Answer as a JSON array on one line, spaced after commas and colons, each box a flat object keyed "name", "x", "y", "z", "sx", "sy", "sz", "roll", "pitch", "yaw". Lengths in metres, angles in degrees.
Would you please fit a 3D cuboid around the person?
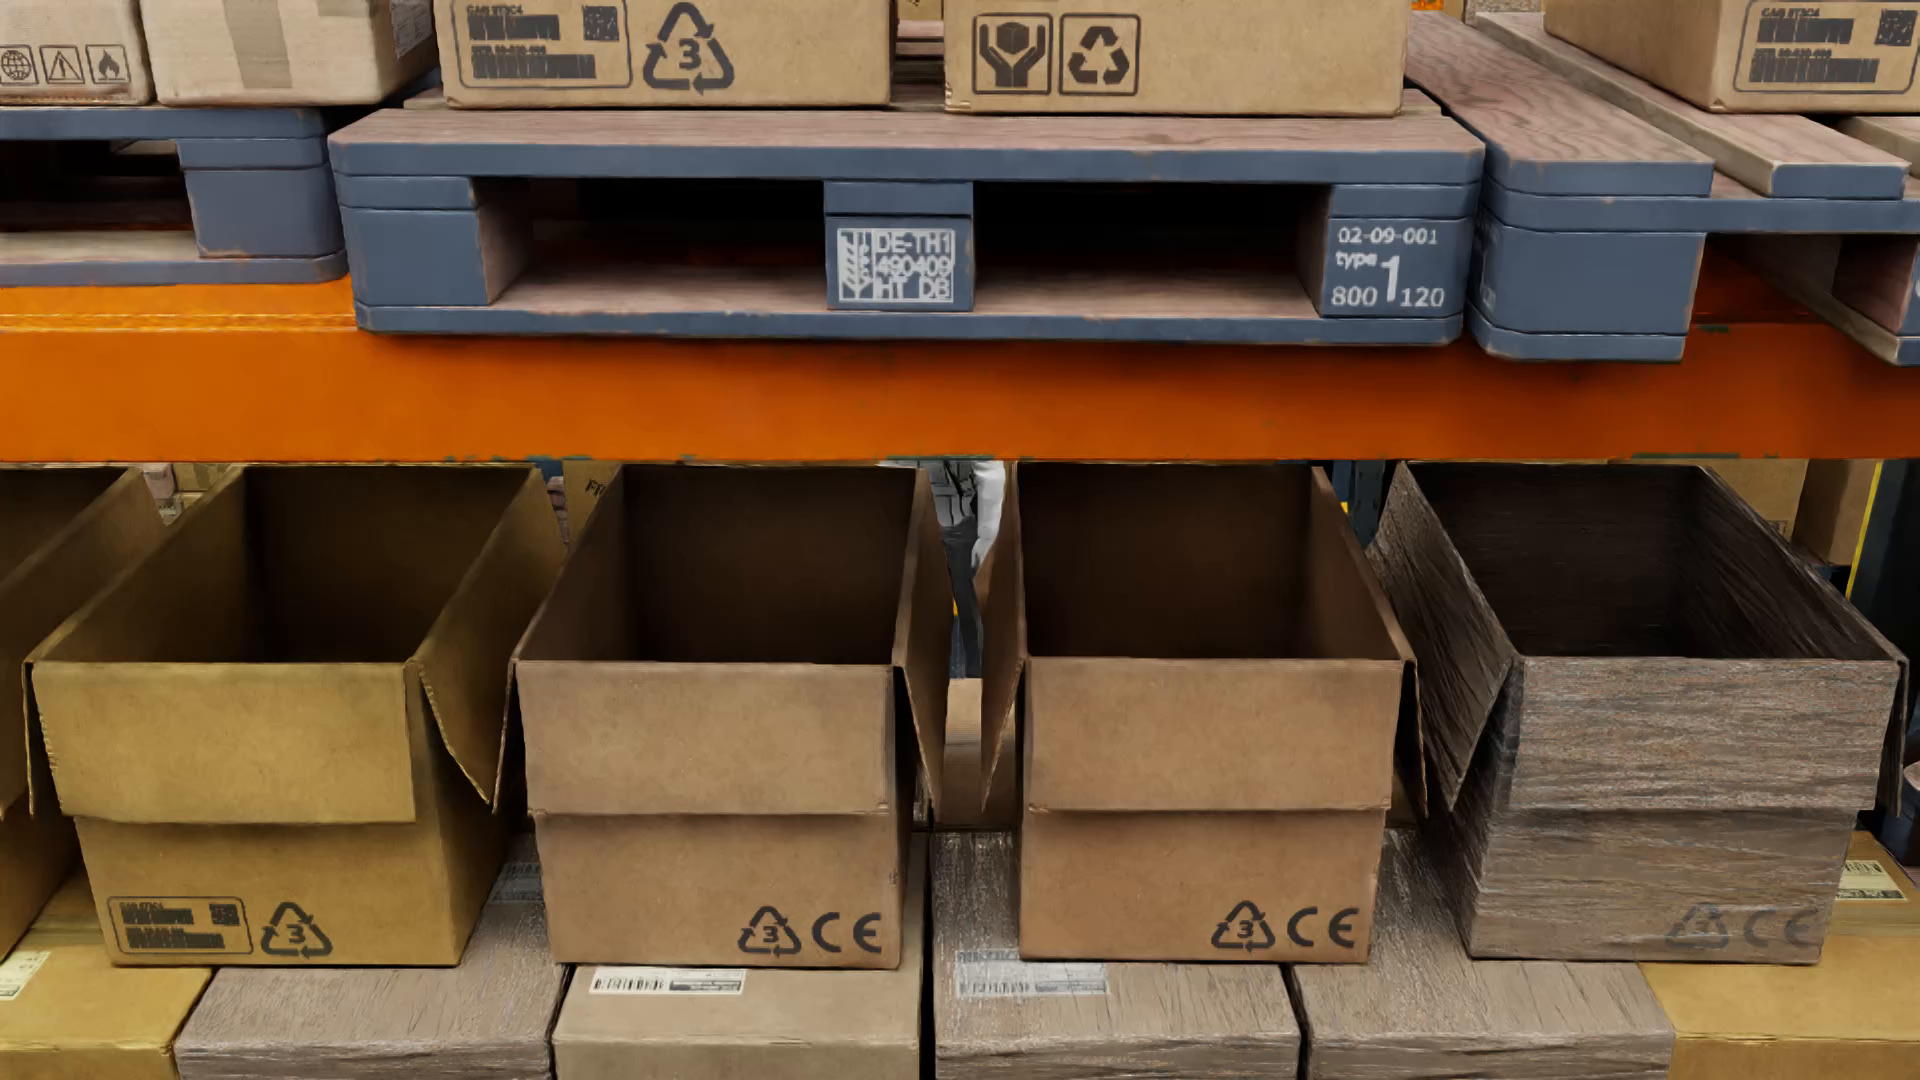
[{"name": "person", "x": -0.106, "y": -0.056, "z": 6.156, "sx": 0.569, "sy": 1.673, "sz": 0.534, "roll": 12, "pitch": 27, "yaw": 25}]
